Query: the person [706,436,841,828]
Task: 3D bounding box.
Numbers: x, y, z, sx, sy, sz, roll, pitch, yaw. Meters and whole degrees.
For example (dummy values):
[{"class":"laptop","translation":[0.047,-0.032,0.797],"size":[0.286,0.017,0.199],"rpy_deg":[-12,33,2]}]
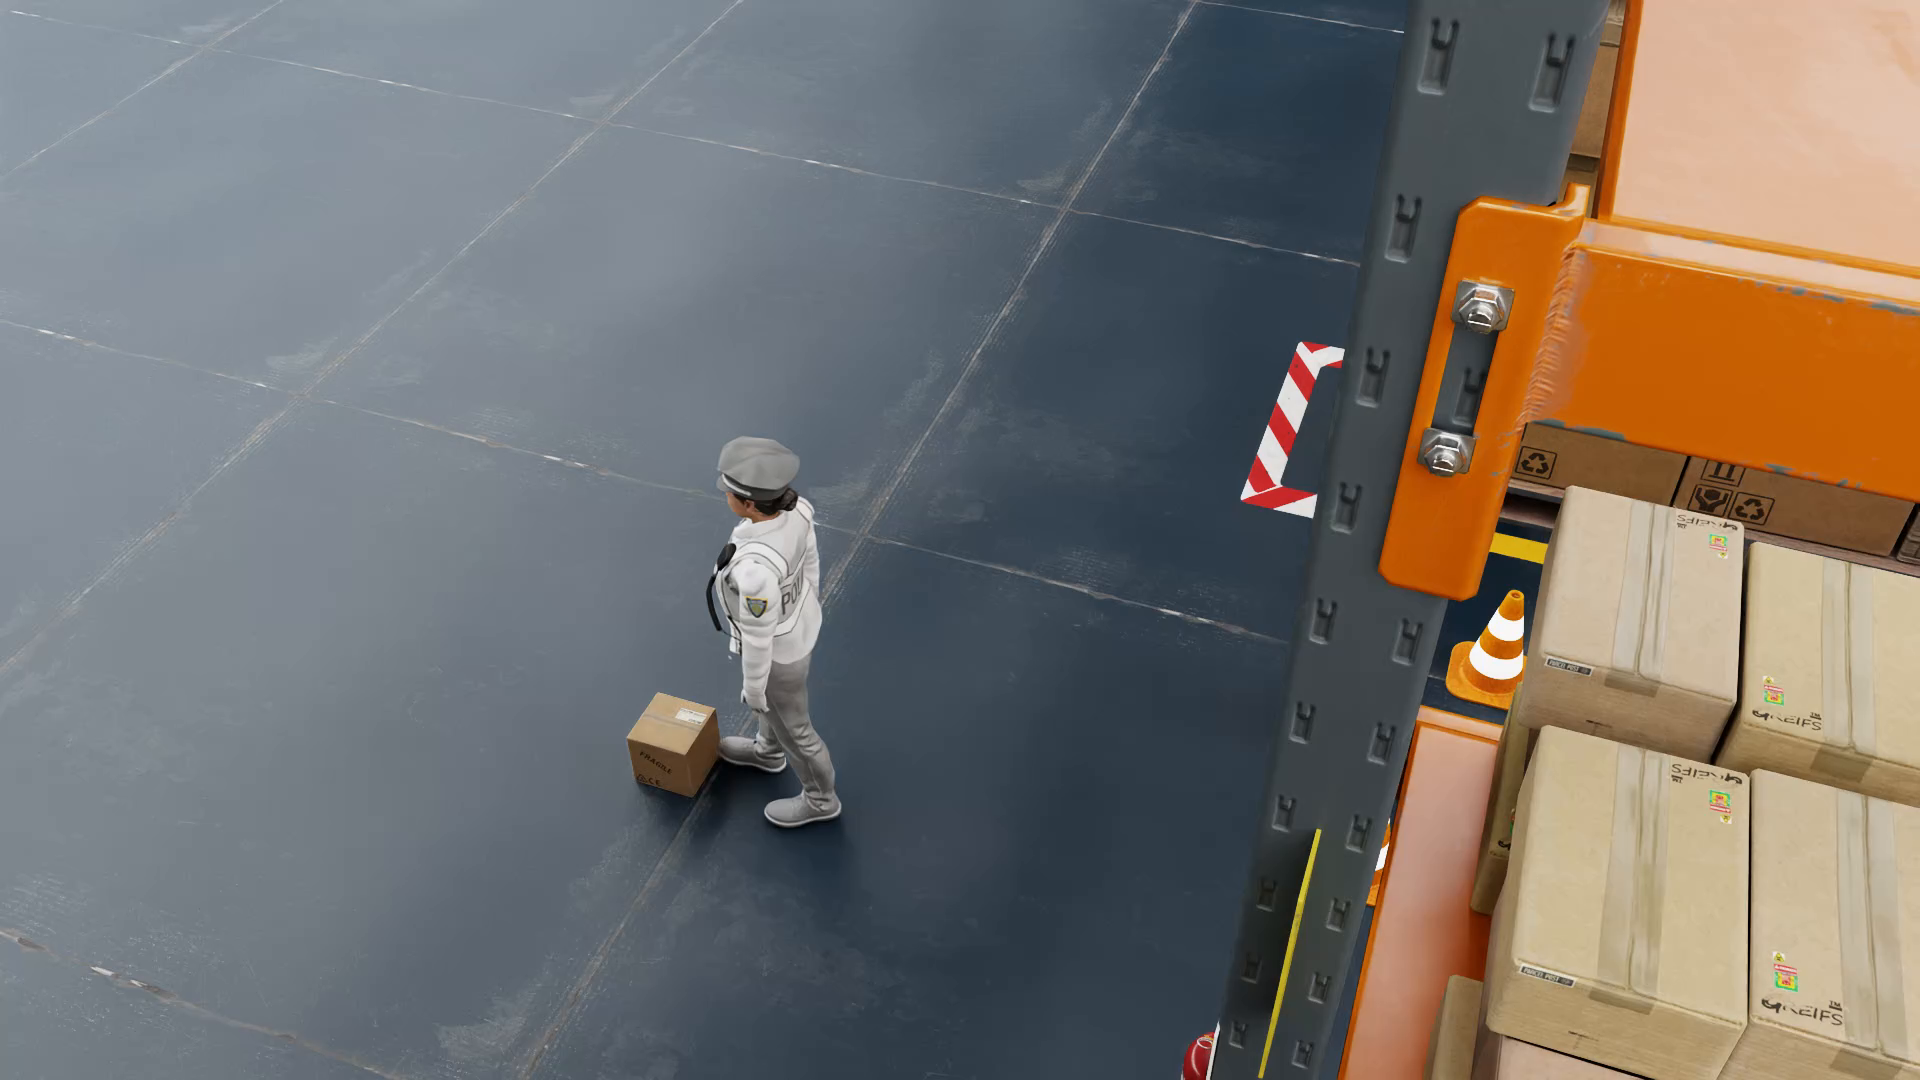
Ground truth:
[{"class":"person","translation":[-0.706,0.351,5.745],"size":[0.546,1.666,0.510],"rpy_deg":[7,42,8]}]
